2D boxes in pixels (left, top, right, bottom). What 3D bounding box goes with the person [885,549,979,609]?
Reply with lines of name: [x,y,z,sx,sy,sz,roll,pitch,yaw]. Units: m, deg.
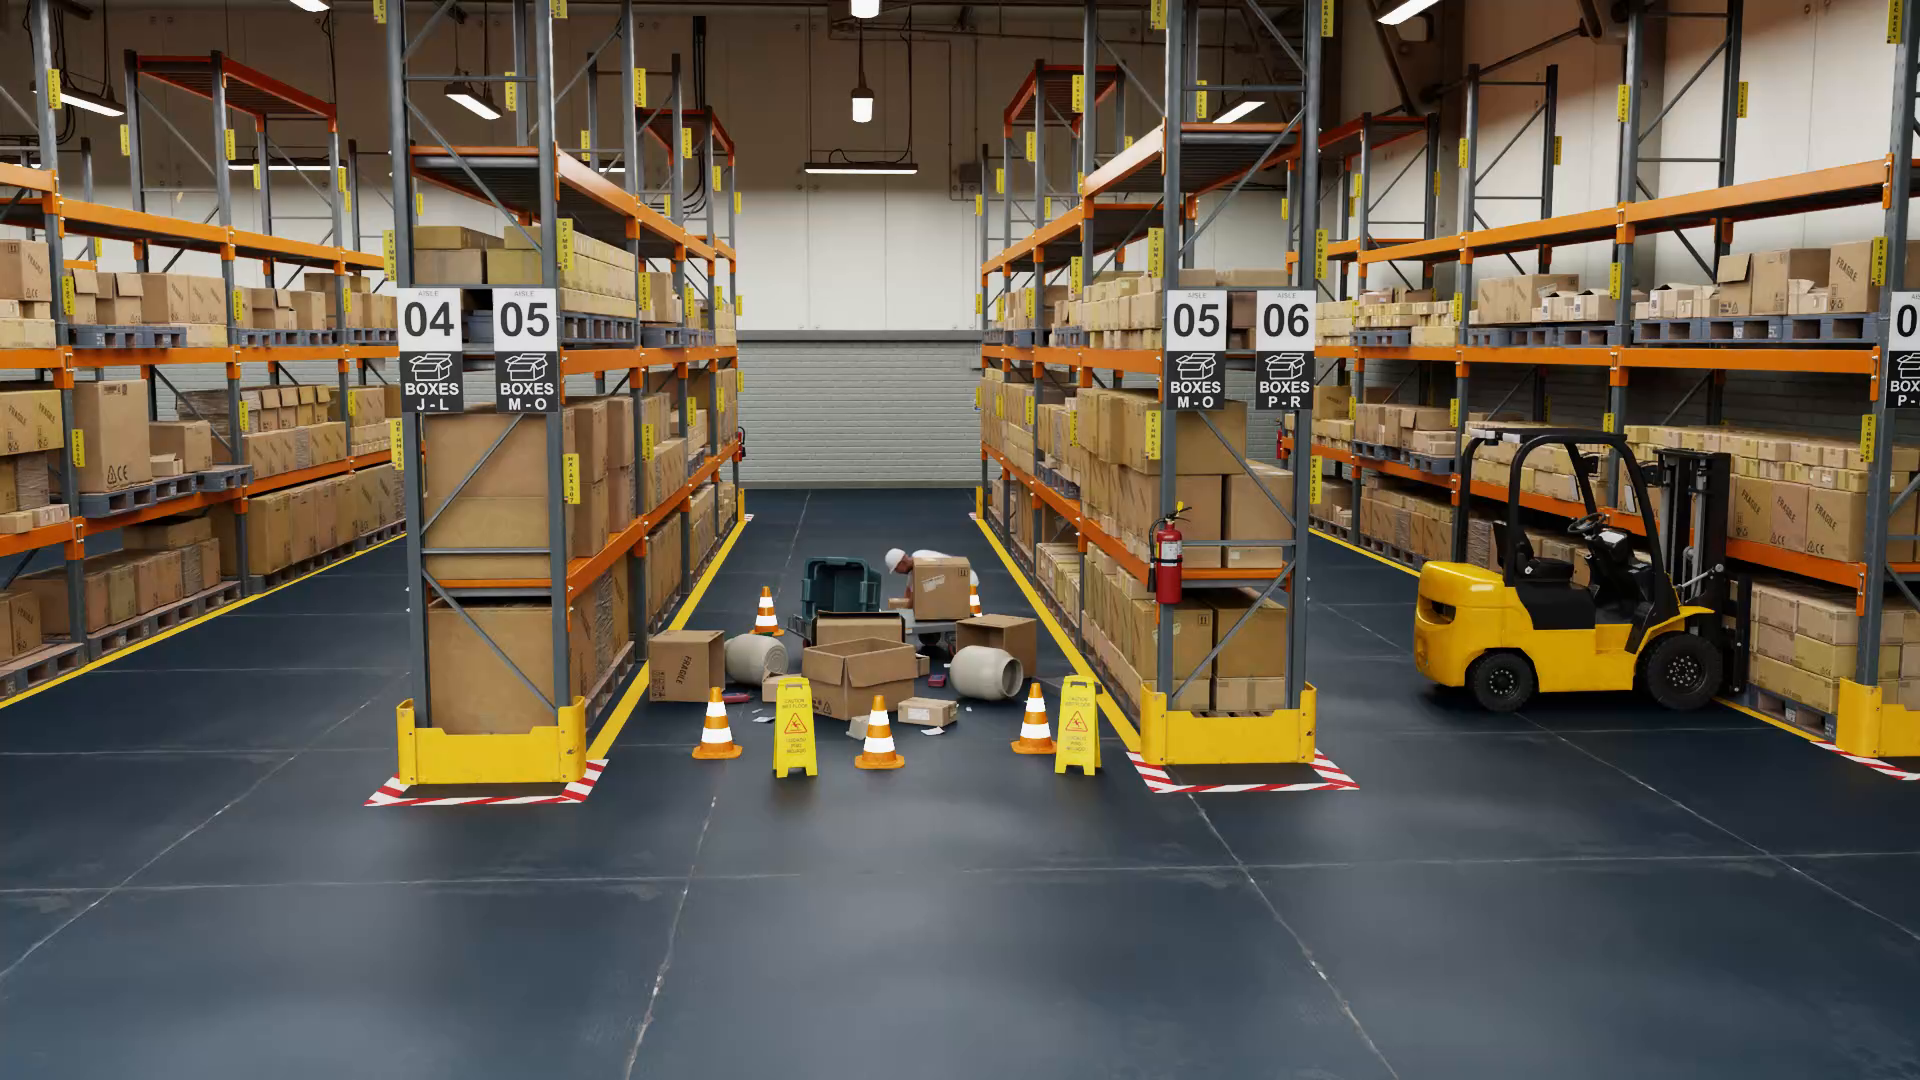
person: [-0.287,0.516,16.899,0.948,0.876,0.558,-1,7,-6]
